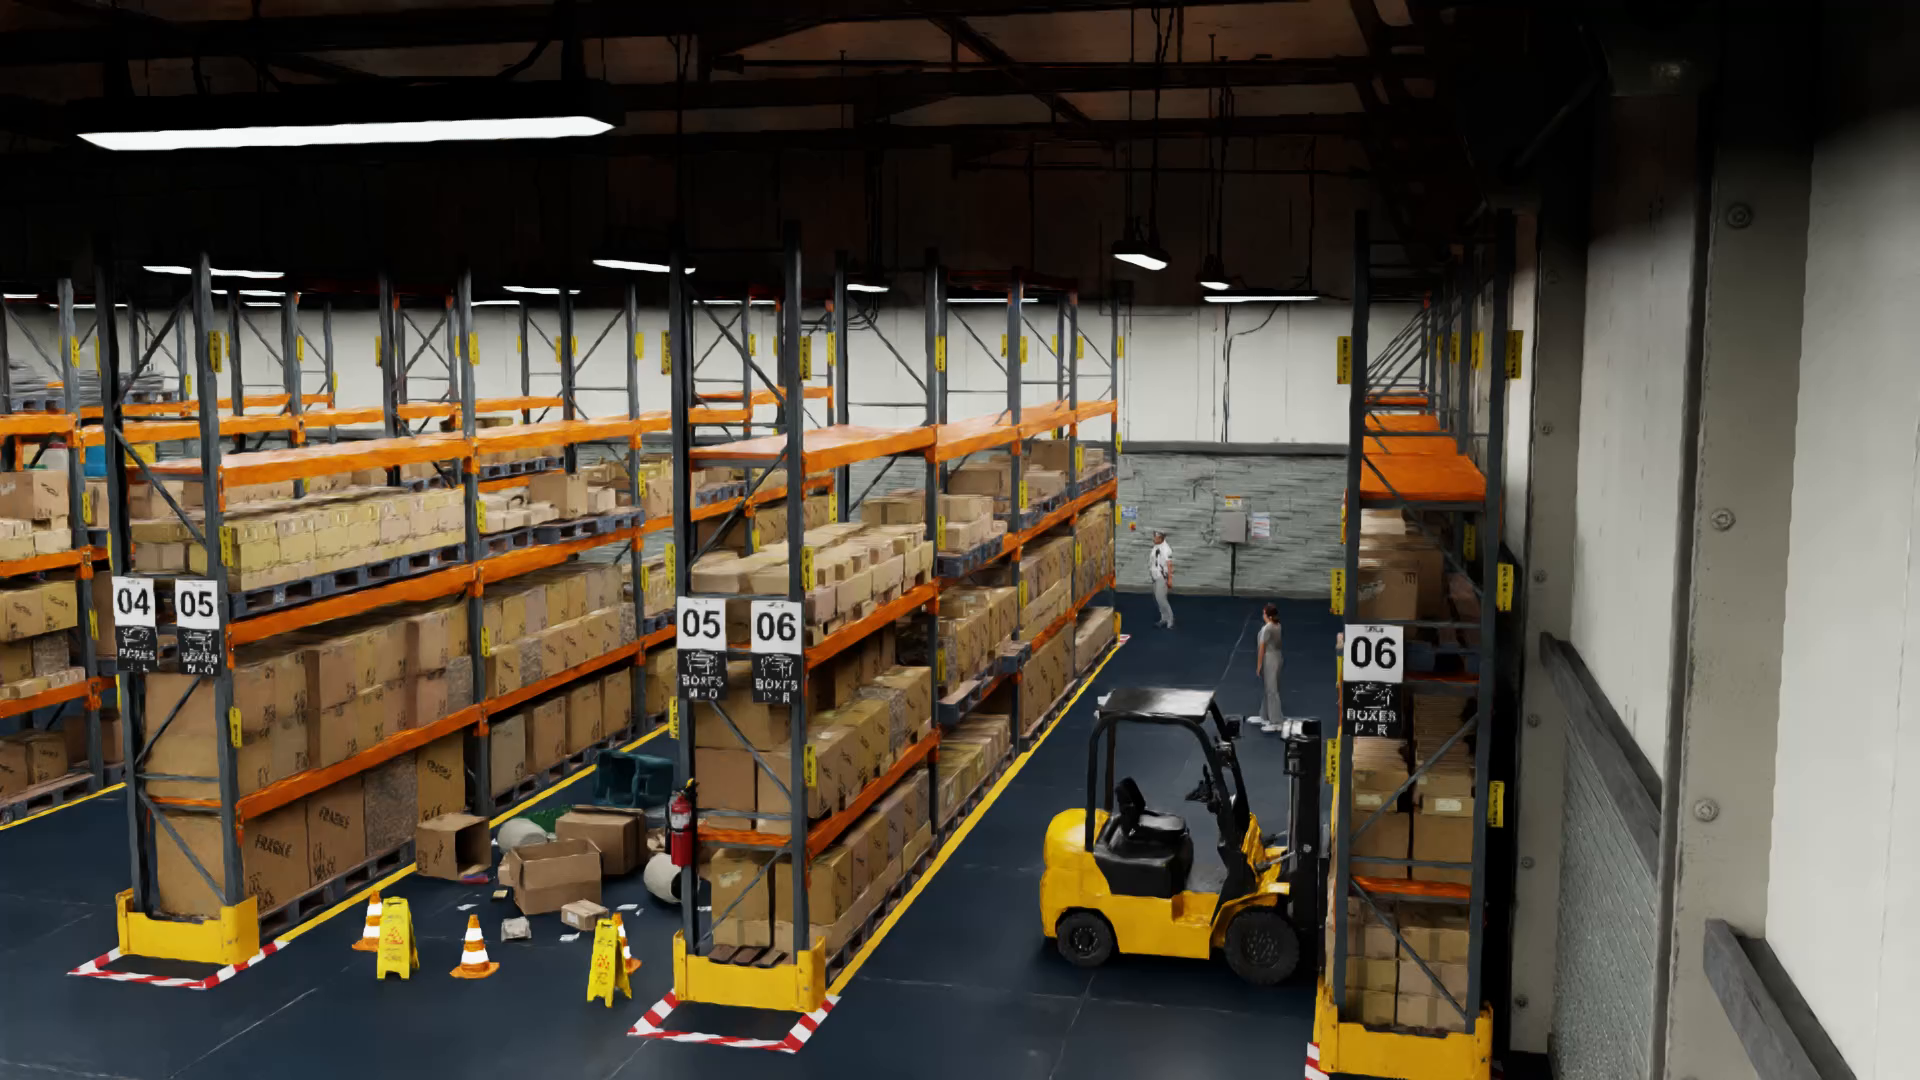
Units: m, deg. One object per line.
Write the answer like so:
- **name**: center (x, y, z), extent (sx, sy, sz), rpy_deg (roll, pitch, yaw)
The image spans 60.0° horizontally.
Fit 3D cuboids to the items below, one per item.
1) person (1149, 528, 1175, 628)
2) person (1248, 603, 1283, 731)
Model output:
- **person**: center (3.610, 0.672, 29.667), extent (0.434, 1.751, 0.646), rpy_deg (-2, 7, -18)
- **person**: center (4.063, 1.647, 21.990), extent (0.575, 1.665, 0.576), rpy_deg (4, 8, 32)
